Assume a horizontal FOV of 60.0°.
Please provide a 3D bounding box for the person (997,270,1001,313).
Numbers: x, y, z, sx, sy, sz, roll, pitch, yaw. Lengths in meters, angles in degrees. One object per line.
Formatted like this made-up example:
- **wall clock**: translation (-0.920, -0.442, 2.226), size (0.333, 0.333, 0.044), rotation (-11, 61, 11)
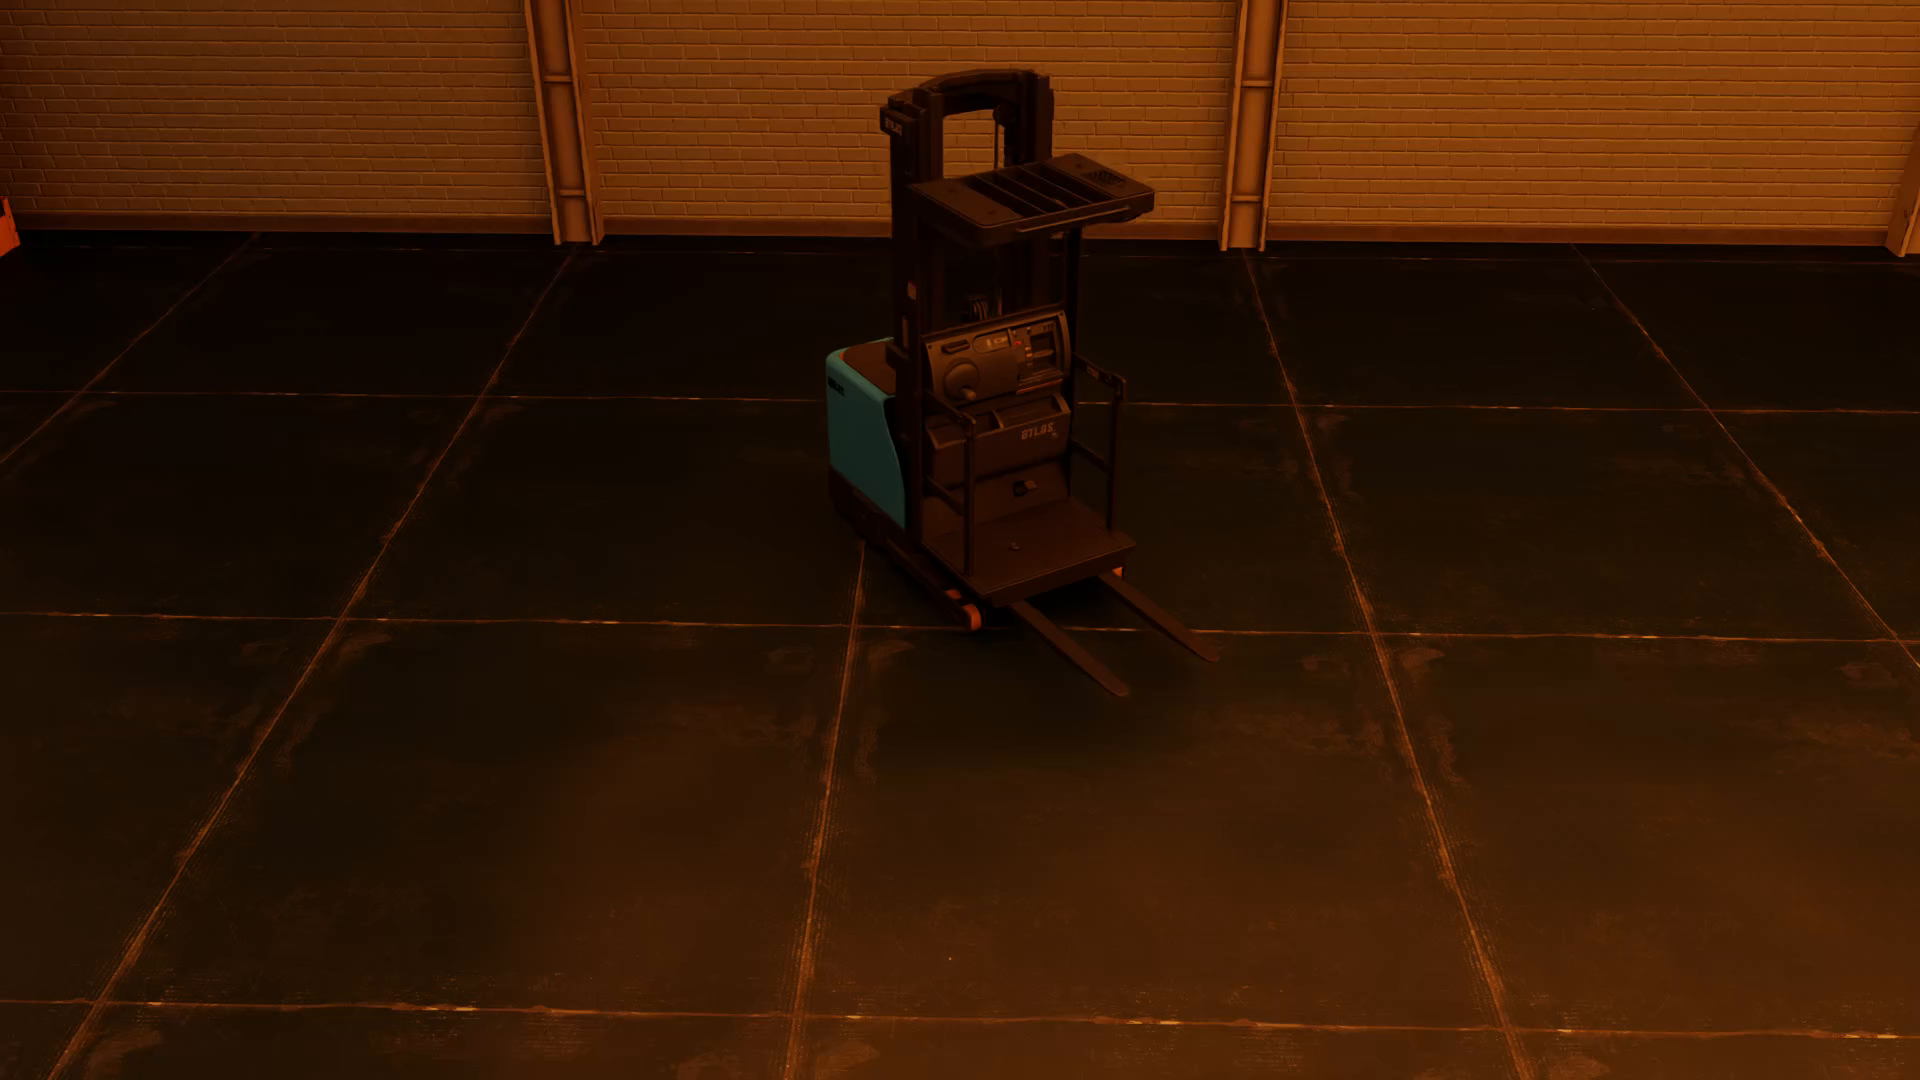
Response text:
- **person**: translation (0.339, -1.485, 11.514), size (0.410, 1.532, 0.734), rotation (7, 31, 11)

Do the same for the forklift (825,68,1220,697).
- **forklift**: translation (0.335, -0.998, 9.307), size (1.130, 2.935, 3.031), rotation (-17, 35, -27)
